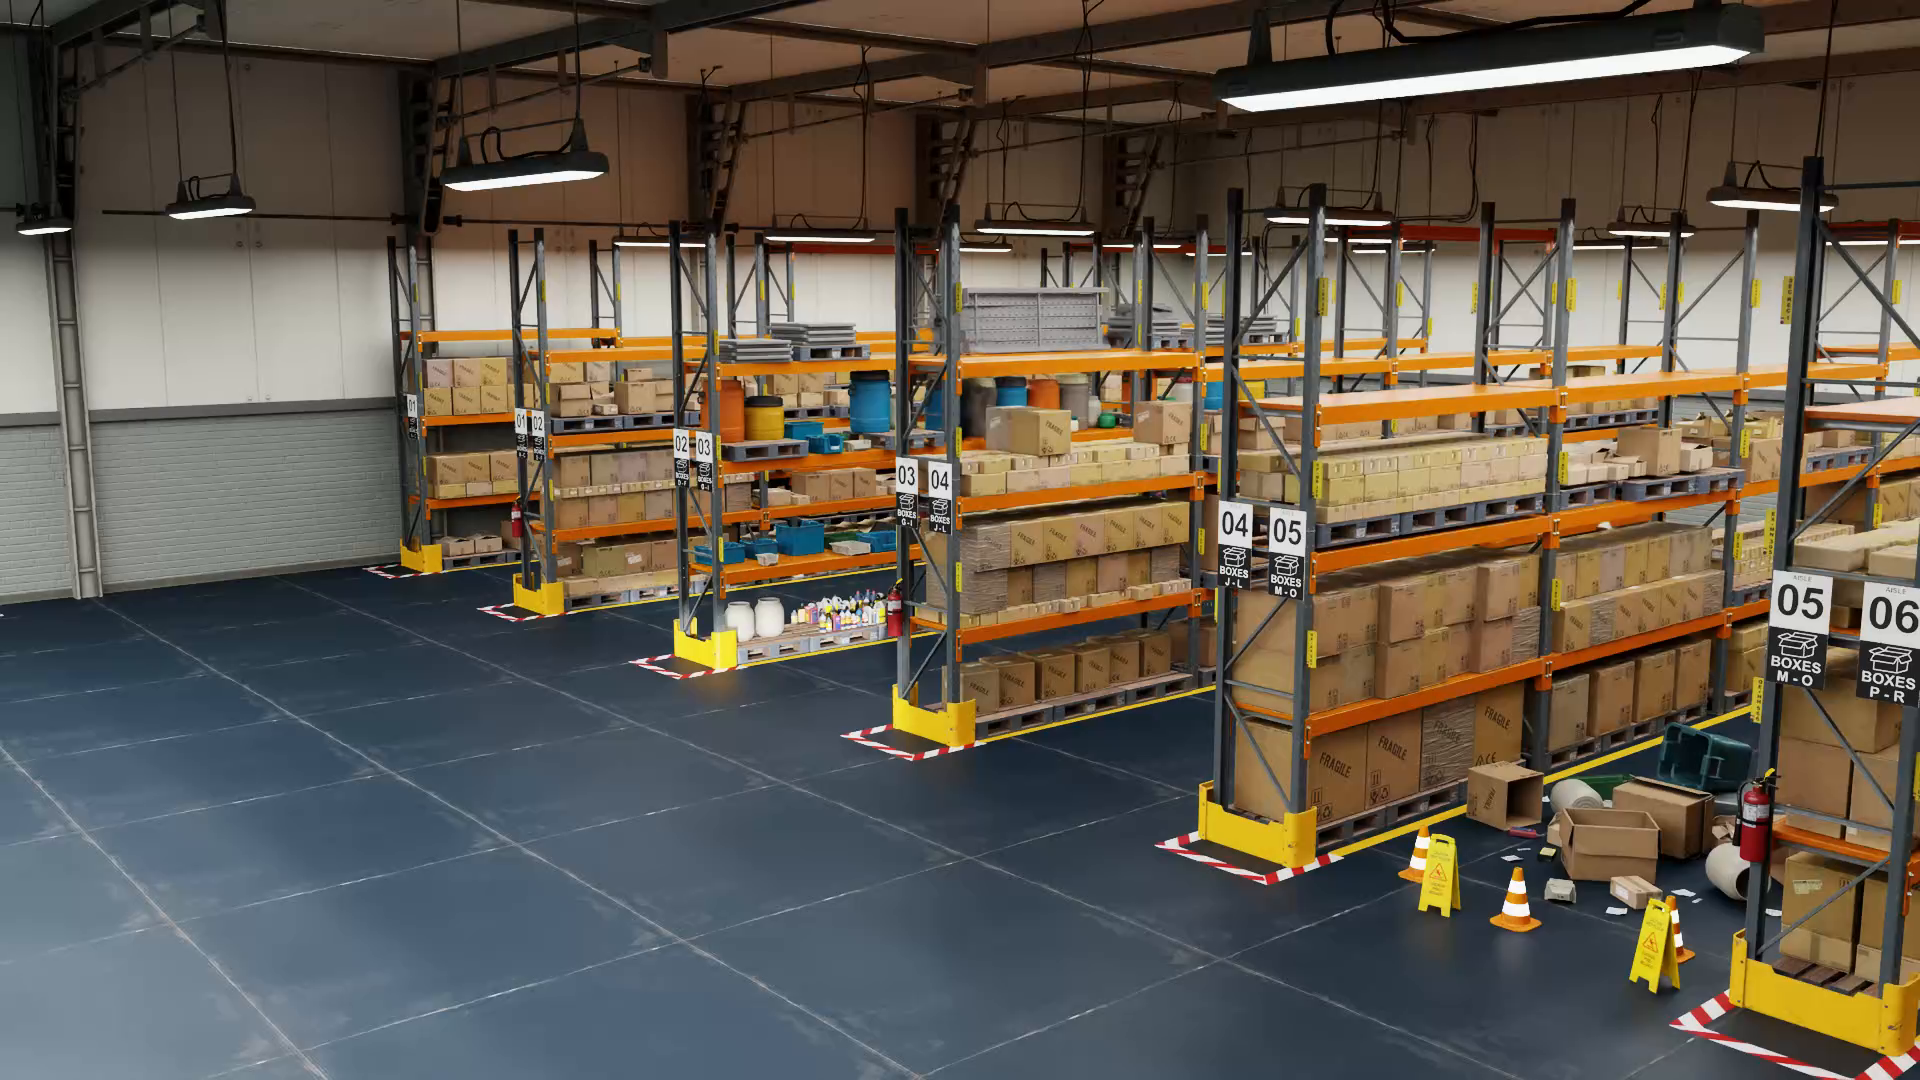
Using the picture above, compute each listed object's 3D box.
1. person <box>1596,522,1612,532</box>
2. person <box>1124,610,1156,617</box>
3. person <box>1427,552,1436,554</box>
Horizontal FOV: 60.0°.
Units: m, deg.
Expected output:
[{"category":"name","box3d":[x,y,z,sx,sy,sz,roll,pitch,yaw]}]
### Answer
[{"category":"person","box3d":[9.307,0.592,24.239,0.692,1.733,0.572,8,12,41]},{"category":"person","box3d":[2.653,0.267,24.615,0.687,1.704,0.627,-8,12,-44]},{"category":"person","box3d":[6.299,0.912,22.131,0.857,1.762,0.708,-7,11,-39]}]
